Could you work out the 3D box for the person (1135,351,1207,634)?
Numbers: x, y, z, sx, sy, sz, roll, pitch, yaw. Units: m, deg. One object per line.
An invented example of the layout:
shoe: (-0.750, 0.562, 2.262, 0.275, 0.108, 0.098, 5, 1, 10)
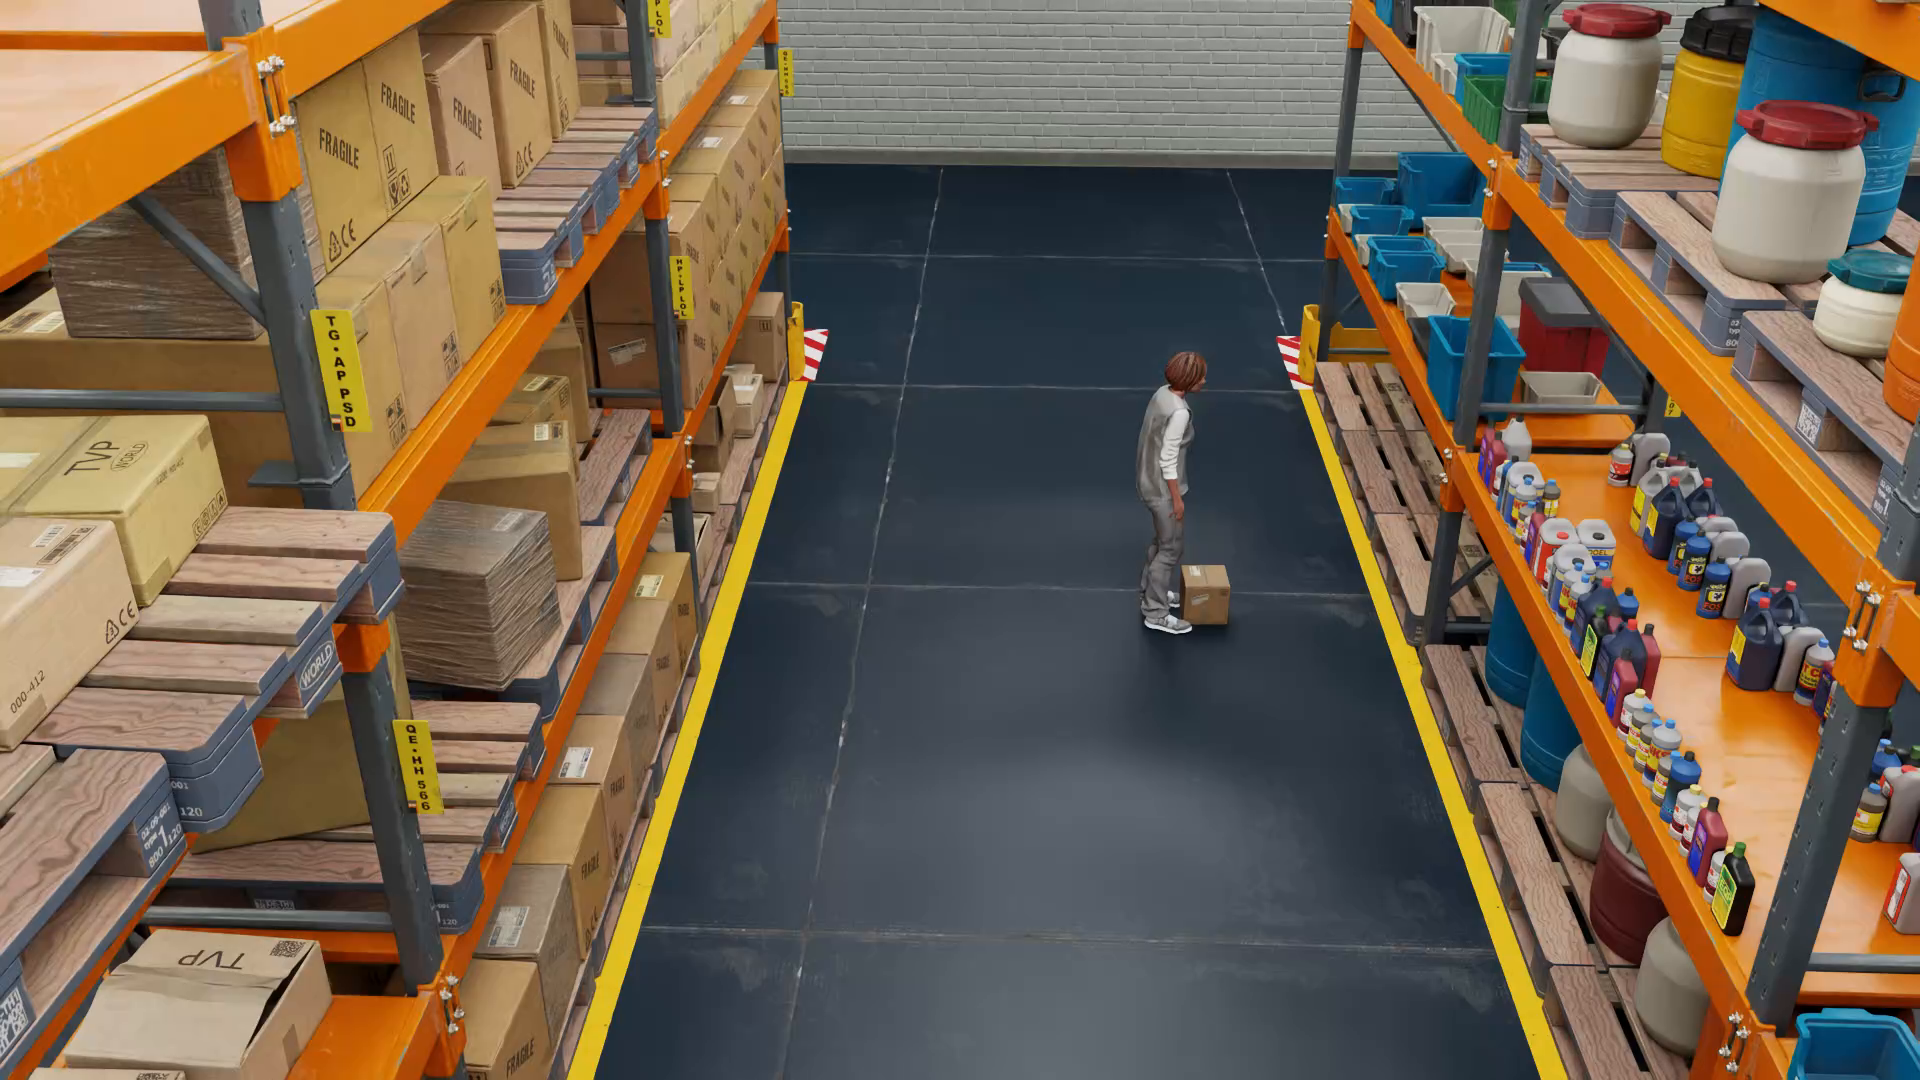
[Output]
person: (1.144, -0.279, 9.152, 0.350, 1.592, 0.480, -1, 28, -1)
